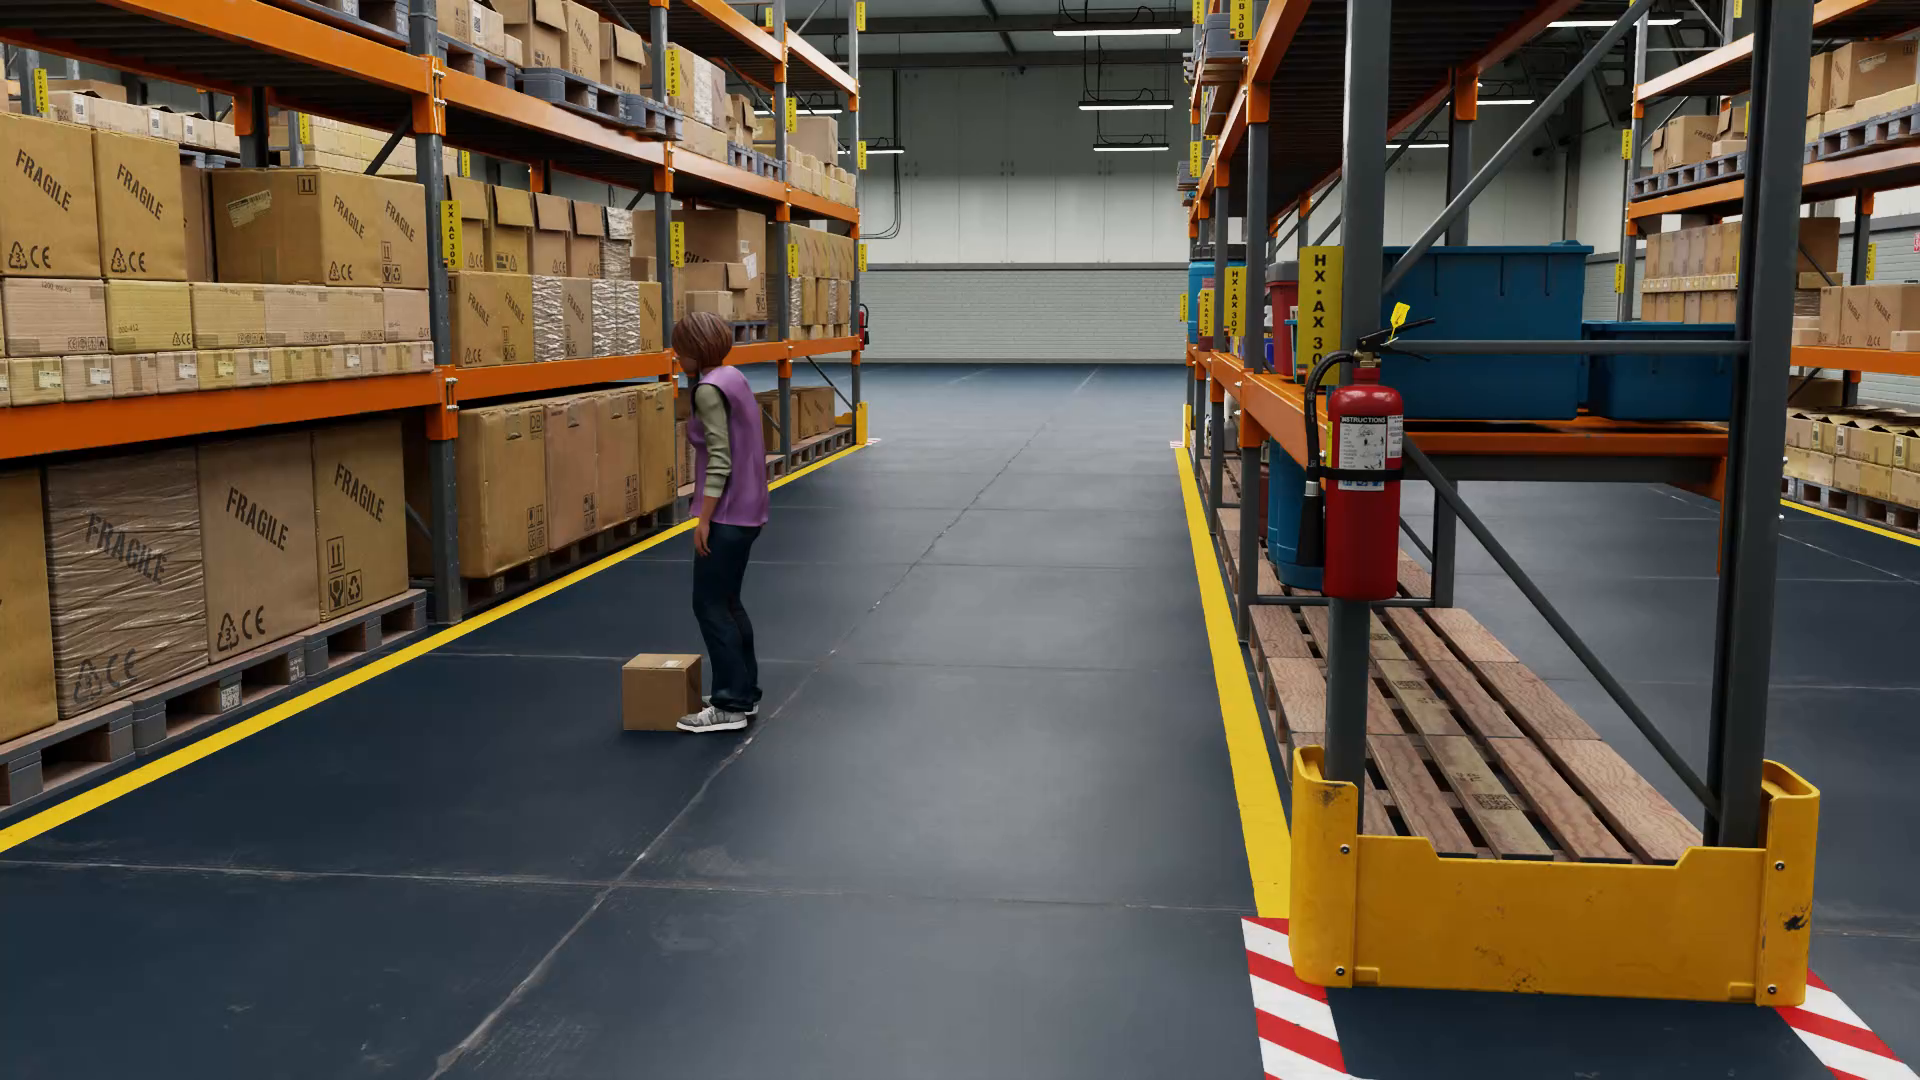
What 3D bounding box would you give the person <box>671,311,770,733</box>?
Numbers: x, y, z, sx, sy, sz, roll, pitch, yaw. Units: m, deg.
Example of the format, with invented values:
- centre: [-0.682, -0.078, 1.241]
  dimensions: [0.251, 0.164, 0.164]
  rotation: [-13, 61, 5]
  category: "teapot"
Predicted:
- centre: [-0.909, -0.014, 6.374]
  dimensions: [0.346, 1.477, 0.459]
  rotation: [1, 8, 5]
  category: "person"
